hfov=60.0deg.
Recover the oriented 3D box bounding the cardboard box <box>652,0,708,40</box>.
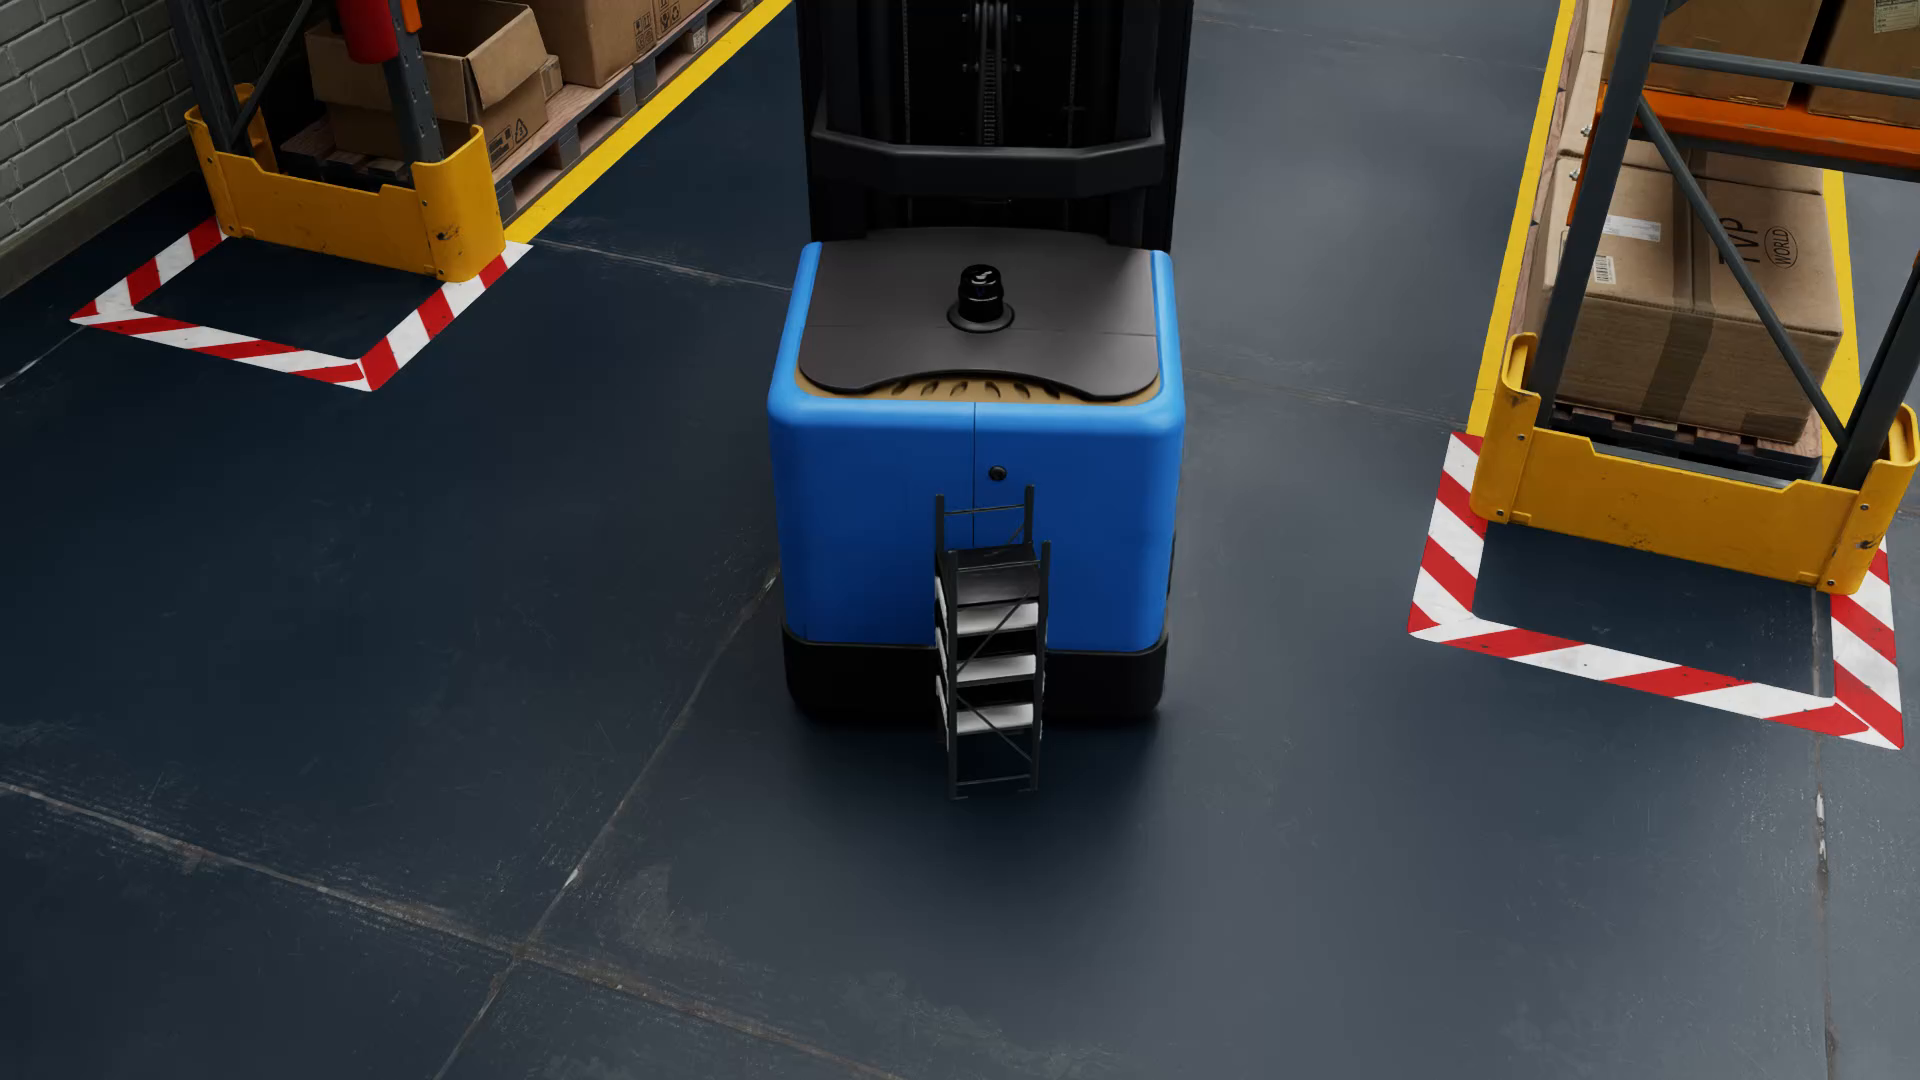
[{"bbox_3d":[-1.519,-2.682,7.685,0.500,0.500,0.500,14,42,16],"label":"cardboard box"}]

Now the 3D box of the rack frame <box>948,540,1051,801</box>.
[{"bbox_3d":[0.090,0.349,4.148,0.240,0.900,0.006,-6,43,-7],"label":"rack frame"}]

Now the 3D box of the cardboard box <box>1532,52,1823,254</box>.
[{"bbox_3d":[2.682,-1.379,6.205,0.875,0.438,0.875,14,43,16],"label":"cardboard box"}]

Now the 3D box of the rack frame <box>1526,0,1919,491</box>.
[{"bbox_3d":[2.245,-1.209,4.356,1.000,3.000,0.127,13,42,15],"label":"rack frame"}]

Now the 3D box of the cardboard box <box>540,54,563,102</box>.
[{"bbox_3d":[-1.941,-1.986,7.140,0.380,0.149,0.250,12,42,13],"label":"cardboard box"}]

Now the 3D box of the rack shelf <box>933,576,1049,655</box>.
[{"bbox_3d":[0.075,0.173,4.124,0.258,0.077,0.200,-6,43,-7],"label":"rack shelf"}]

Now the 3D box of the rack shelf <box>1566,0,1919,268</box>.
[{"bbox_3d":[2.929,-2.155,6.019,1.077,0.370,4.000,13,42,15],"label":"rack shelf"}]

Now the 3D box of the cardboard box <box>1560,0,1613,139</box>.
[{"bbox_3d":[2.992,-1.928,6.850,0.875,0.438,0.875,12,42,14],"label":"cardboard box"}]

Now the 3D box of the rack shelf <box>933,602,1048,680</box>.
[{"bbox_3d":[0.074,0.239,4.184,0.258,0.077,0.200,-6,43,-7],"label":"rack shelf"}]

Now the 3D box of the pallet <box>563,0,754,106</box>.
[{"bbox_3d":[-1.704,-2.522,8.043,1.003,0.211,1.213,13,42,15],"label":"pallet"}]

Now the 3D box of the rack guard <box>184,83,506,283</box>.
[{"bbox_3d":[-2.395,-1.404,6.510,1.175,0.500,0.348,13,42,15],"label":"rack guard"}]

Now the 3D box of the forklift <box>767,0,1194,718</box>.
[{"bbox_3d":[0.106,-1.566,4.828,1.130,2.935,3.031,2,41,2],"label":"forklift"}]

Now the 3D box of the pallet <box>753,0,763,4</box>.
[{"bbox_3d":[-1.289,-3.268,8.918,1.003,0.211,1.213,13,42,15],"label":"pallet"}]

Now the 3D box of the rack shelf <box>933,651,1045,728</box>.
[{"bbox_3d":[0.073,0.373,4.305,0.258,0.077,0.200,-6,43,-7],"label":"rack shelf"}]

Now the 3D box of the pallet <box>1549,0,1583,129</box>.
[{"bbox_3d":[3.279,-2.141,7.597,1.003,0.211,1.213,13,42,15],"label":"pallet"}]

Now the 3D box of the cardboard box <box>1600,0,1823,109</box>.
[{"bbox_3d":[2.161,-1.600,4.737,0.500,0.500,0.500,14,42,15],"label":"cardboard box"}]

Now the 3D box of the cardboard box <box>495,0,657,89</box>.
[{"bbox_3d":[-1.794,-2.382,7.333,0.700,0.500,0.500,15,43,17],"label":"cardboard box"}]

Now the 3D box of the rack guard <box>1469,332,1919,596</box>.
[{"bbox_3d":[2.237,-0.243,5.150,1.175,0.500,0.348,13,42,15],"label":"rack guard"}]

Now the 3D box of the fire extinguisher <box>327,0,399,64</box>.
[{"bbox_3d":[-2.037,-1.945,5.565,0.296,0.674,0.183,13,42,15],"label":"fire extinguisher"}]

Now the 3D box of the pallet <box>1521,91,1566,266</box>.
[{"bbox_3d":[2.864,-1.395,6.722,1.003,0.211,1.213,13,42,15],"label":"pallet"}]

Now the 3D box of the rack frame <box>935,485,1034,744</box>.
[{"bbox_3d":[0.058,0.214,4.296,0.240,0.900,0.006,-6,43,-7],"label":"rack frame"}]

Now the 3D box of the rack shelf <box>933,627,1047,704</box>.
[{"bbox_3d":[0.074,0.306,4.244,0.258,0.077,0.200,-6,43,-7],"label":"rack shelf"}]

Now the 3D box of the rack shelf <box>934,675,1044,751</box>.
[{"bbox_3d":[0.073,0.440,4.365,0.258,0.077,0.200,-6,43,-7],"label":"rack shelf"}]

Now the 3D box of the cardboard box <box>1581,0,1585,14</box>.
[{"bbox_3d":[3.297,-2.474,7.490,0.875,0.438,0.875,13,42,14],"label":"cardboard box"}]

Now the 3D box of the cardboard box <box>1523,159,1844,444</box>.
[{"bbox_3d":[2.377,-0.819,5.549,0.875,0.438,0.875,12,42,14],"label":"cardboard box"}]

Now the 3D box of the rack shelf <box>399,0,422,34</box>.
[{"bbox_3d":[-1.737,-3.254,7.308,1.077,0.370,4.000,13,42,15],"label":"rack shelf"}]

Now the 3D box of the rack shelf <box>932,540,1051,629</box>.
[{"bbox_3d":[0.075,0.106,4.063,0.258,0.077,0.200,-6,43,-7],"label":"rack shelf"}]

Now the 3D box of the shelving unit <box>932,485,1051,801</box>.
[{"bbox_3d":[0.074,0.281,4.222,0.258,0.900,0.210,-6,43,-7],"label":"shelving unit"}]

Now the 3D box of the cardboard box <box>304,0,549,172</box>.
[{"bbox_3d":[-2.123,-1.870,6.731,0.797,0.503,0.637,12,42,13],"label":"cardboard box"}]

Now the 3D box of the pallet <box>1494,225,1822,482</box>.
[{"bbox_3d":[2.445,-0.653,5.853,1.003,0.211,1.213,13,42,15],"label":"pallet"}]

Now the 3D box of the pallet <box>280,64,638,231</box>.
[{"bbox_3d":[-2.123,-1.780,7.174,1.003,0.211,1.213,13,42,15],"label":"pallet"}]

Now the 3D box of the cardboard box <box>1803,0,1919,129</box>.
[{"bbox_3d":[2.679,-1.476,4.592,0.500,0.500,0.500,13,42,15],"label":"cardboard box"}]

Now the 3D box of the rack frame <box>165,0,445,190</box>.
[{"bbox_3d":[-2.421,-2.308,5.644,1.000,3.000,0.127,13,42,15],"label":"rack frame"}]
